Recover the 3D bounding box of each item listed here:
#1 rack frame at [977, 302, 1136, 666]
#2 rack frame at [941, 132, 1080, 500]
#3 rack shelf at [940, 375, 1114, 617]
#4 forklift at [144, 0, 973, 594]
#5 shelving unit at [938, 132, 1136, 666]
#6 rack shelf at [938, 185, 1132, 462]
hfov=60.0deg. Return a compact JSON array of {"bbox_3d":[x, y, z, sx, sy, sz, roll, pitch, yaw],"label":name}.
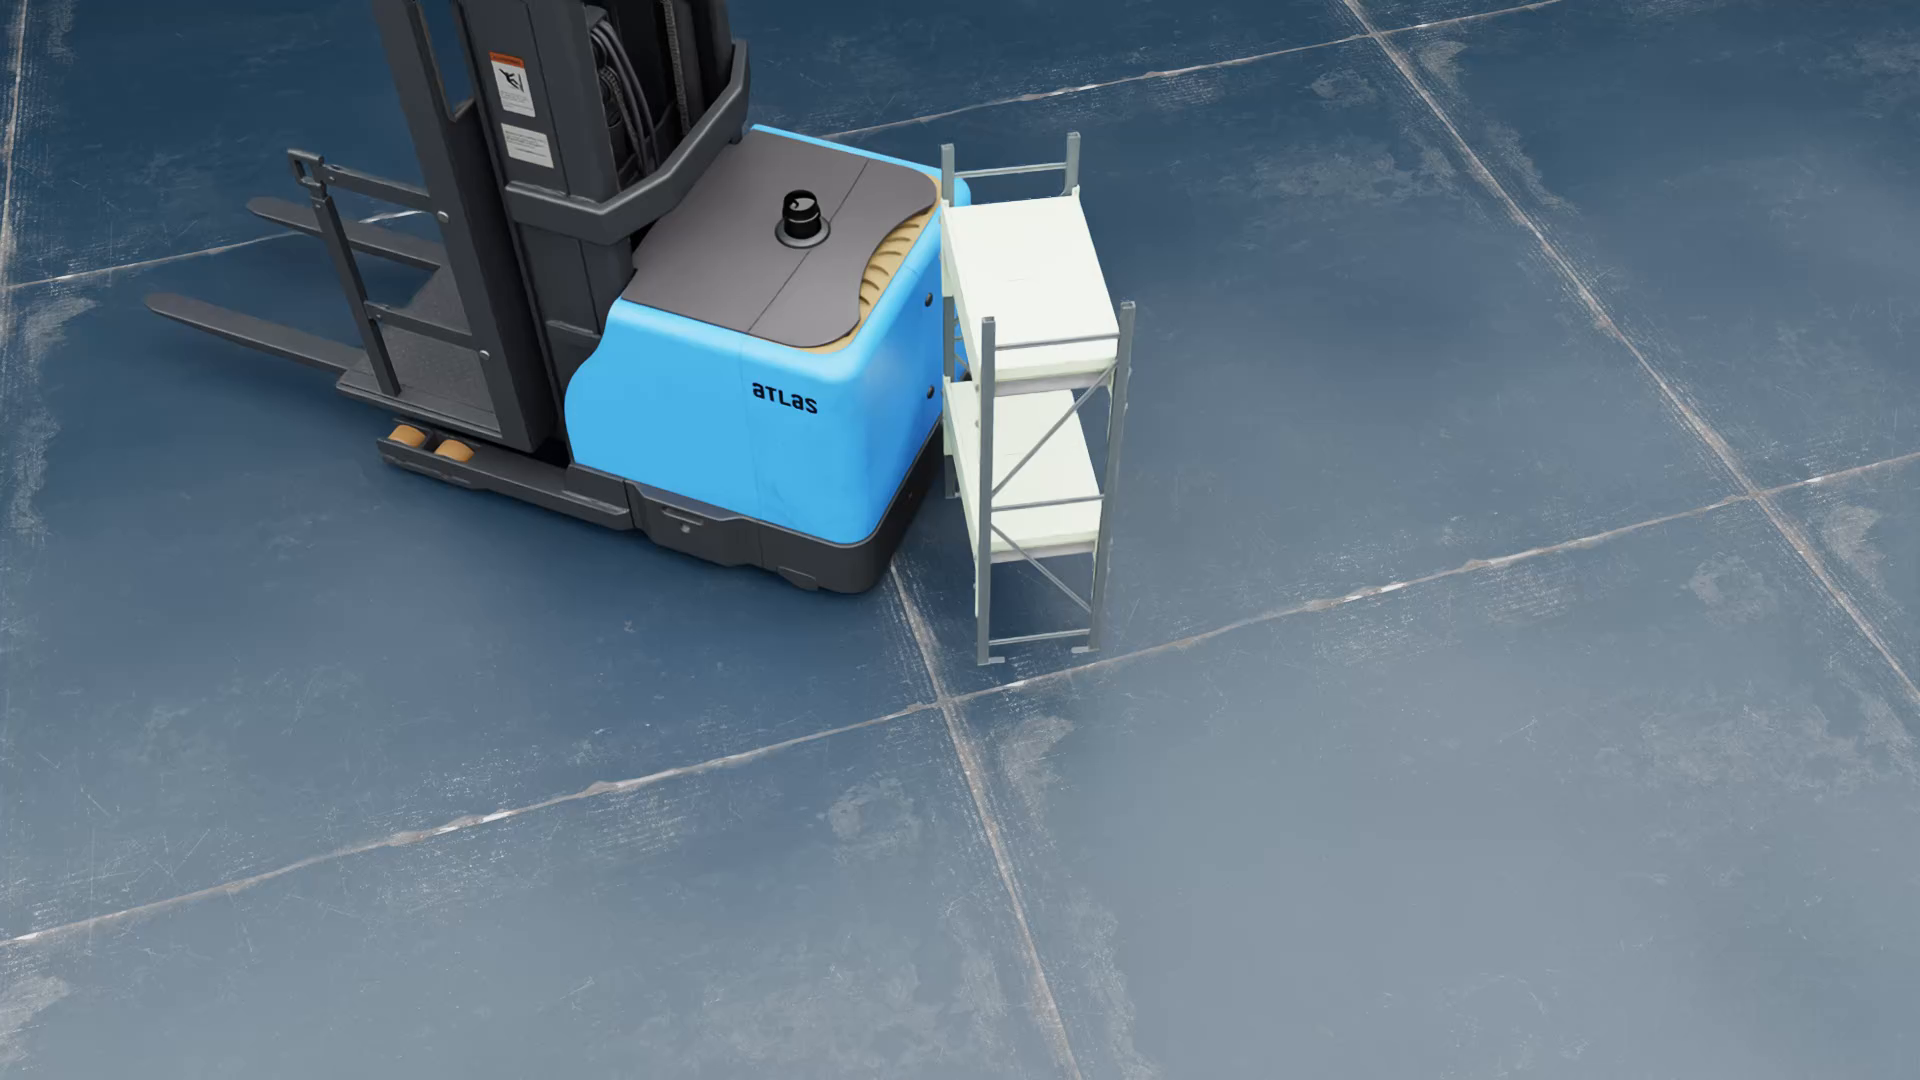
[{"bbox_3d":[0.255,-0.104,4.857,0.400,1.500,0.023,-7,50,-6],"label":"rack frame"},{"bbox_3d":[0.146,-0.657,5.323,0.400,1.500,0.023,-7,50,-6],"label":"rack frame"},{"bbox_3d":[0.200,-0.170,5.339,0.431,0.370,0.720,-7,50,-6],"label":"rack shelf"},{"bbox_3d":[-1.520,-1.496,5.094,3.031,2.935,1.130,17,52,14],"label":"forklift"},{"bbox_3d":[0.200,-0.381,5.090,0.431,1.500,0.755,-7,50,-6],"label":"shelving unit"},{"bbox_3d":[0.200,-0.632,4.791,0.431,0.370,0.720,-7,50,-6],"label":"rack shelf"}]
